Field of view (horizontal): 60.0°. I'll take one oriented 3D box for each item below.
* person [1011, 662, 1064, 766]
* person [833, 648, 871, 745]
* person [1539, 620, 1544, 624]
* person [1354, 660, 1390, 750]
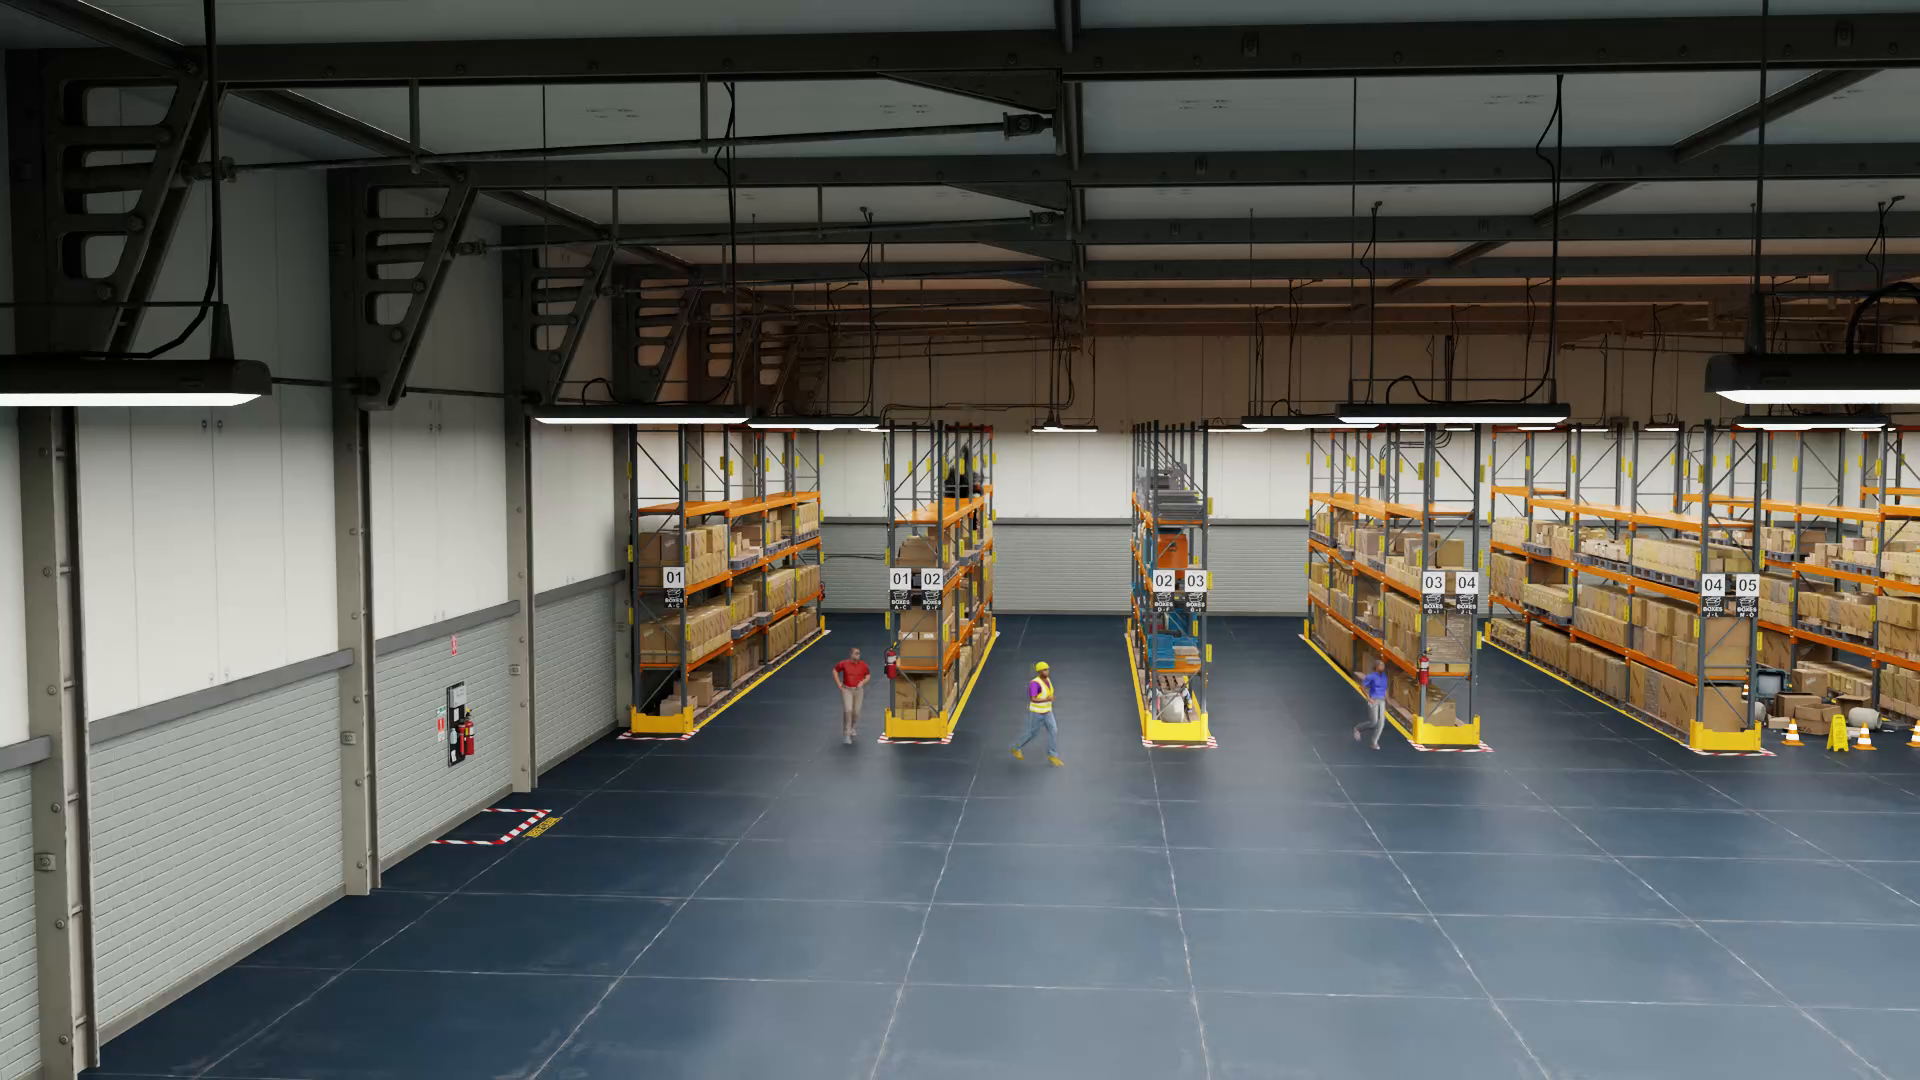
[{"bbox_3d":[1.376,2.937,28.913,0.923,1.661,0.709,3,4,36],"label":"person"},{"bbox_3d":[-1.992,2.902,31.172,0.665,1.773,0.872,-1,4,-22],"label":"person"},{"bbox_3d":[16.897,1.900,47.717,0.650,1.744,0.612,0,4,2],"label":"person"},{"bbox_3d":[7.647,2.997,30.508,0.625,1.589,0.679,-2,4,-27],"label":"person"}]
